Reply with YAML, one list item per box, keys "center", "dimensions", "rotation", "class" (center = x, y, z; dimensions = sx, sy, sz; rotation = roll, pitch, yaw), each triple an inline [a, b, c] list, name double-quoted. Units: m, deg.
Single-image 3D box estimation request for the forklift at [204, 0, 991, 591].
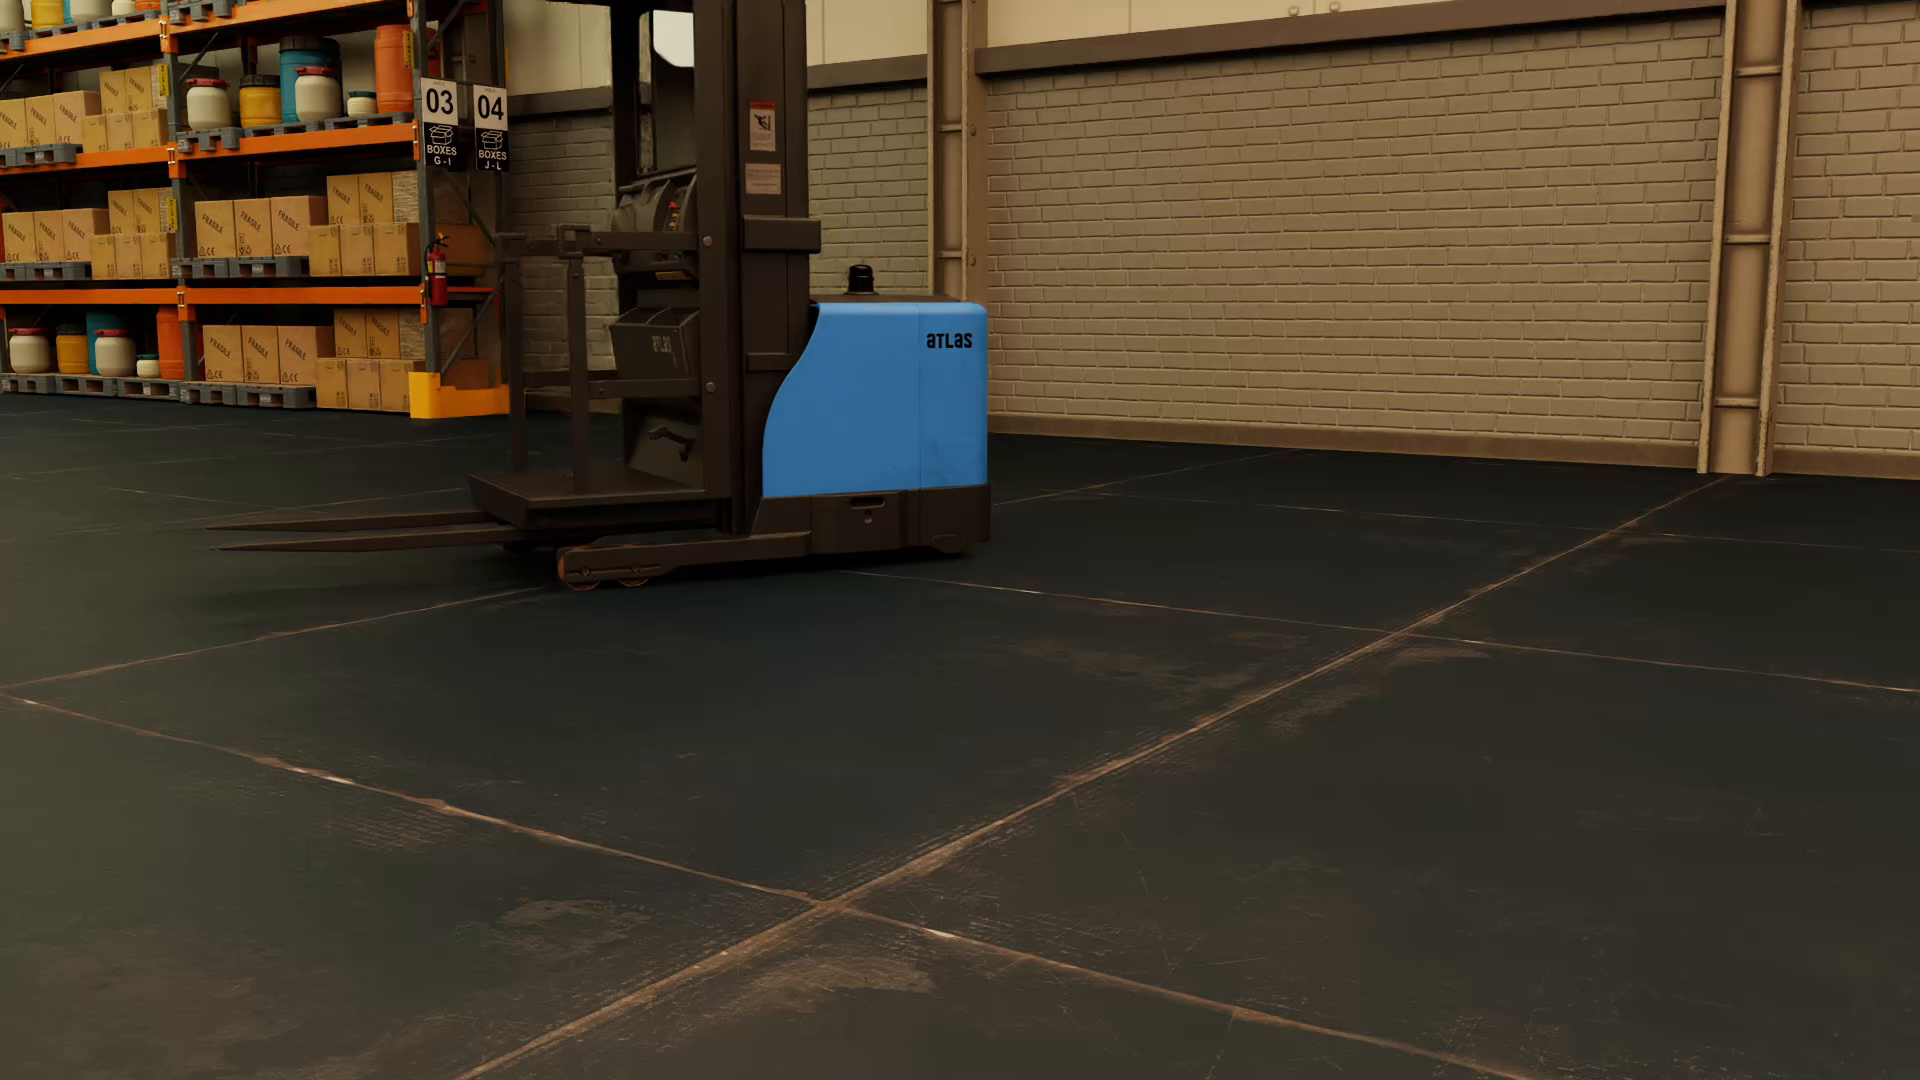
- center: [-1.415, -1.343, 6.637]
  dimensions: [3.031, 2.935, 1.130]
  rotation: [-4, 9, -28]
  class: "forklift"
